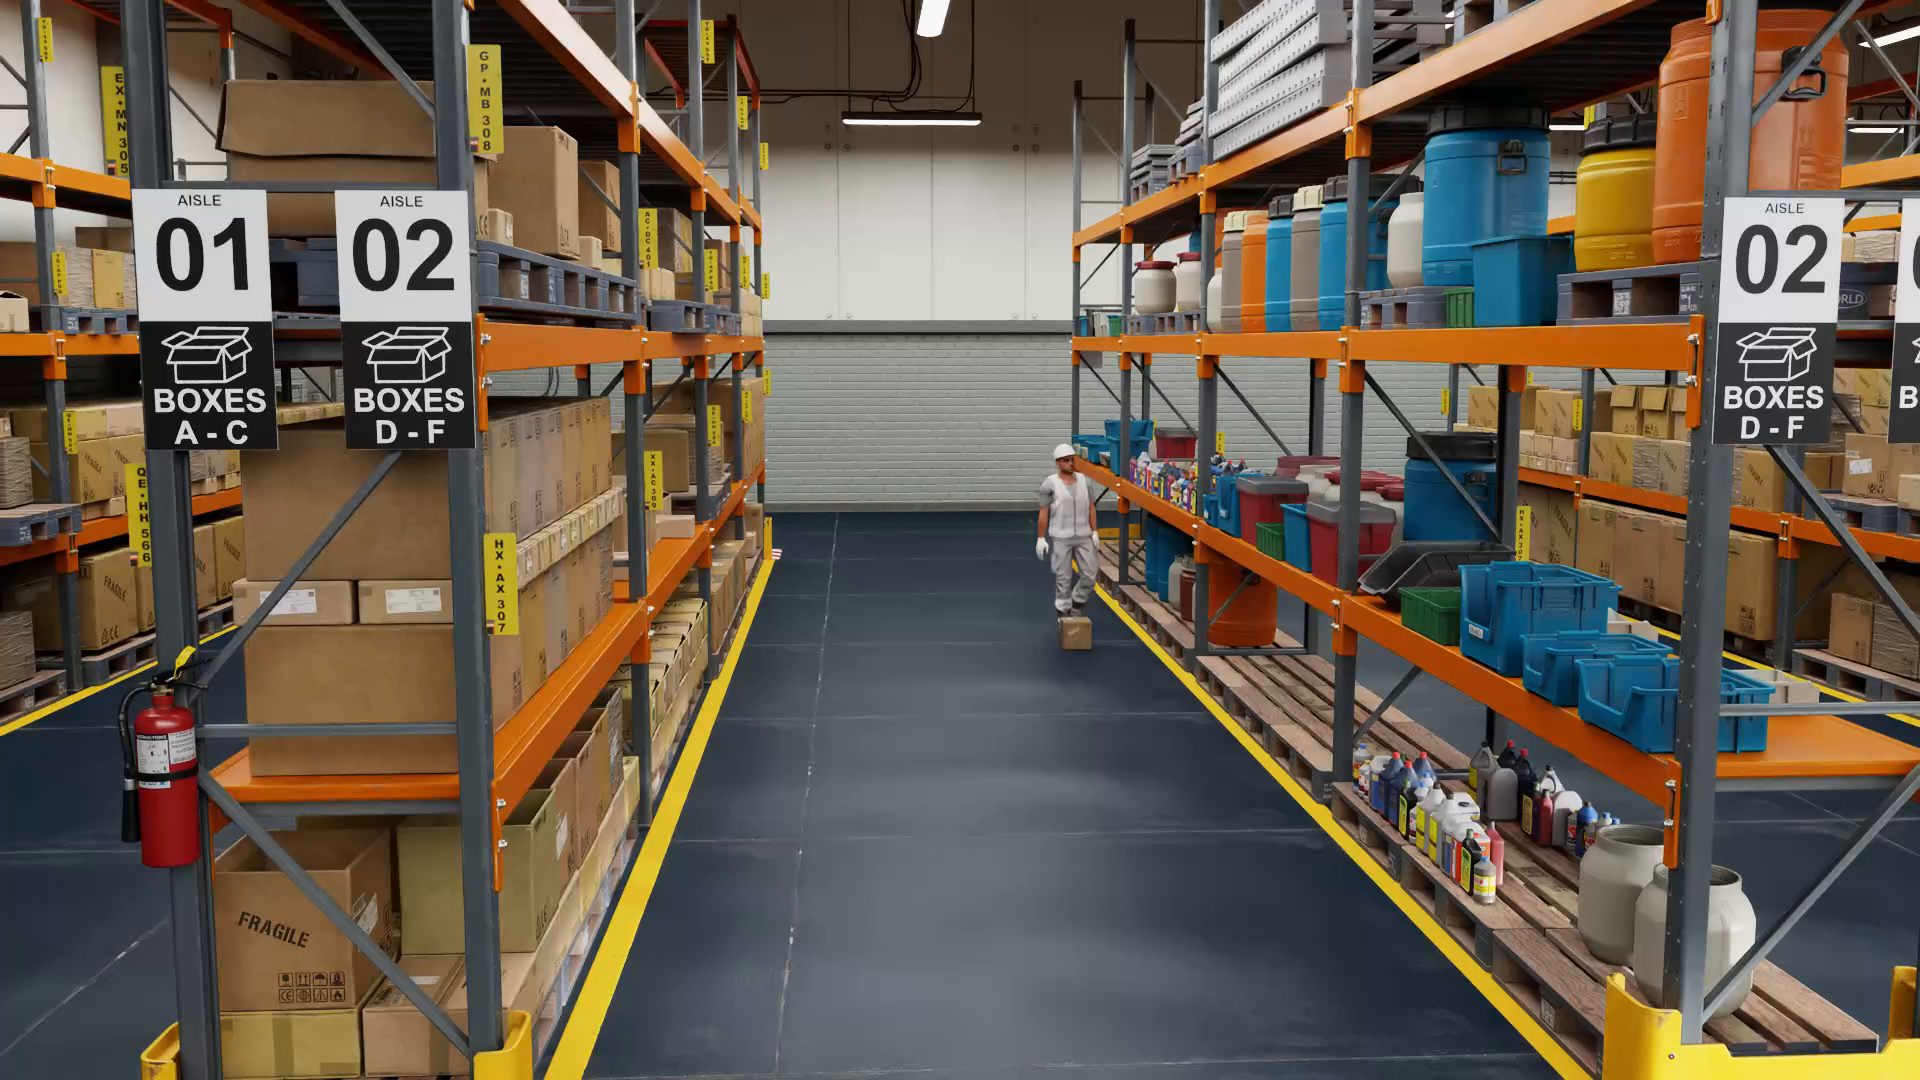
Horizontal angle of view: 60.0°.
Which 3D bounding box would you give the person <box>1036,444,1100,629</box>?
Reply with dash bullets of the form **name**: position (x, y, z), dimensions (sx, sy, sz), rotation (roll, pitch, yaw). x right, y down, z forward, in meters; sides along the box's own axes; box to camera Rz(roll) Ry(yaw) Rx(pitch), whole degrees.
- **person**: position (0.998, -0.003, 15.451), dimensions (0.617, 1.792, 0.461), rotation (-2, 7, -16)
